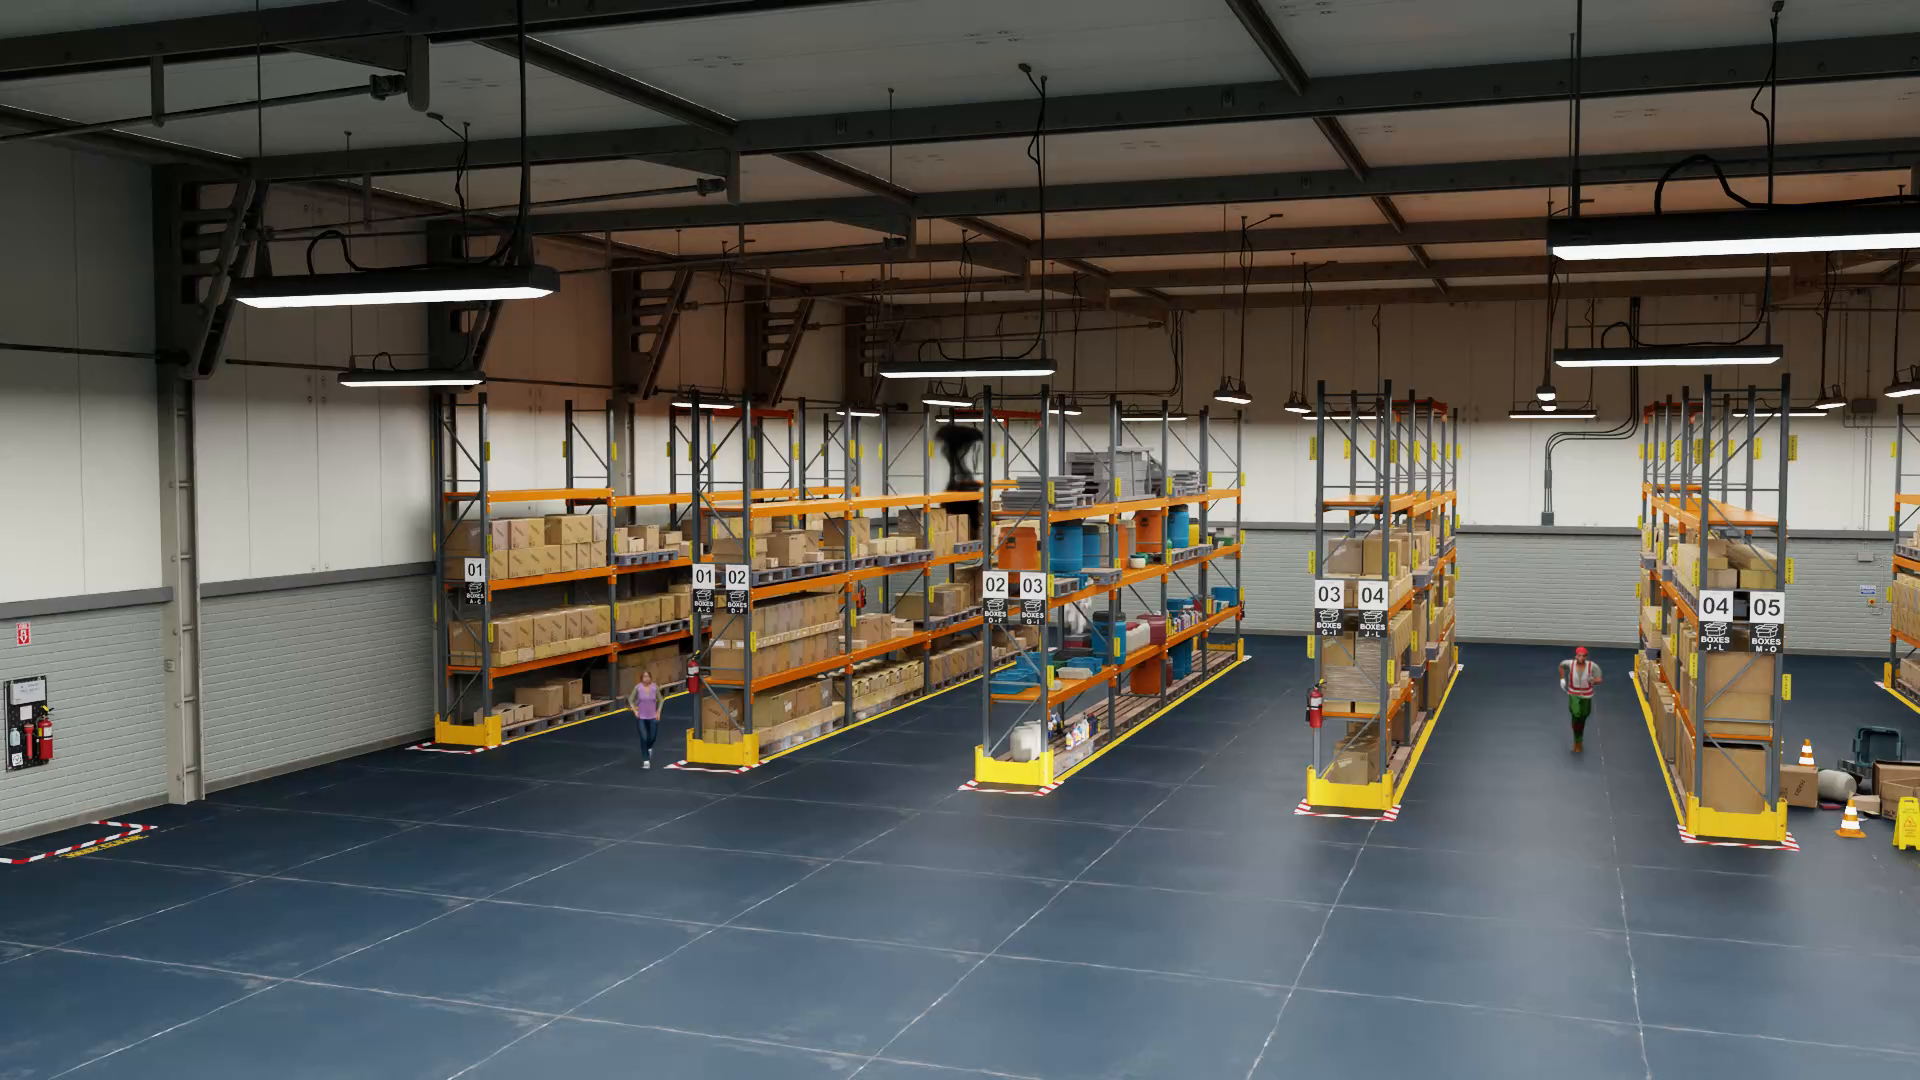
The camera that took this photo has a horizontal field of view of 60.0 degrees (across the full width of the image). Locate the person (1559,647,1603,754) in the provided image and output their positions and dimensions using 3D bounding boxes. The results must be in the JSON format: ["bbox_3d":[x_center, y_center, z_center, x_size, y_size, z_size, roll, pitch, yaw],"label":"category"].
[{"bbox_3d":[10.385,2.647,27.851,0.649,1.783,0.973,1,3,12],"label":"person"}]

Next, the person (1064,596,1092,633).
[{"bbox_3d":[2.970,1.907,41.877,0.702,1.731,0.674,0,3,1],"label":"person"}]

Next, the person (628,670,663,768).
[{"bbox_3d":[-4.987,2.828,26.402,0.560,1.565,0.575,-1,3,-17],"label":"person"}]
